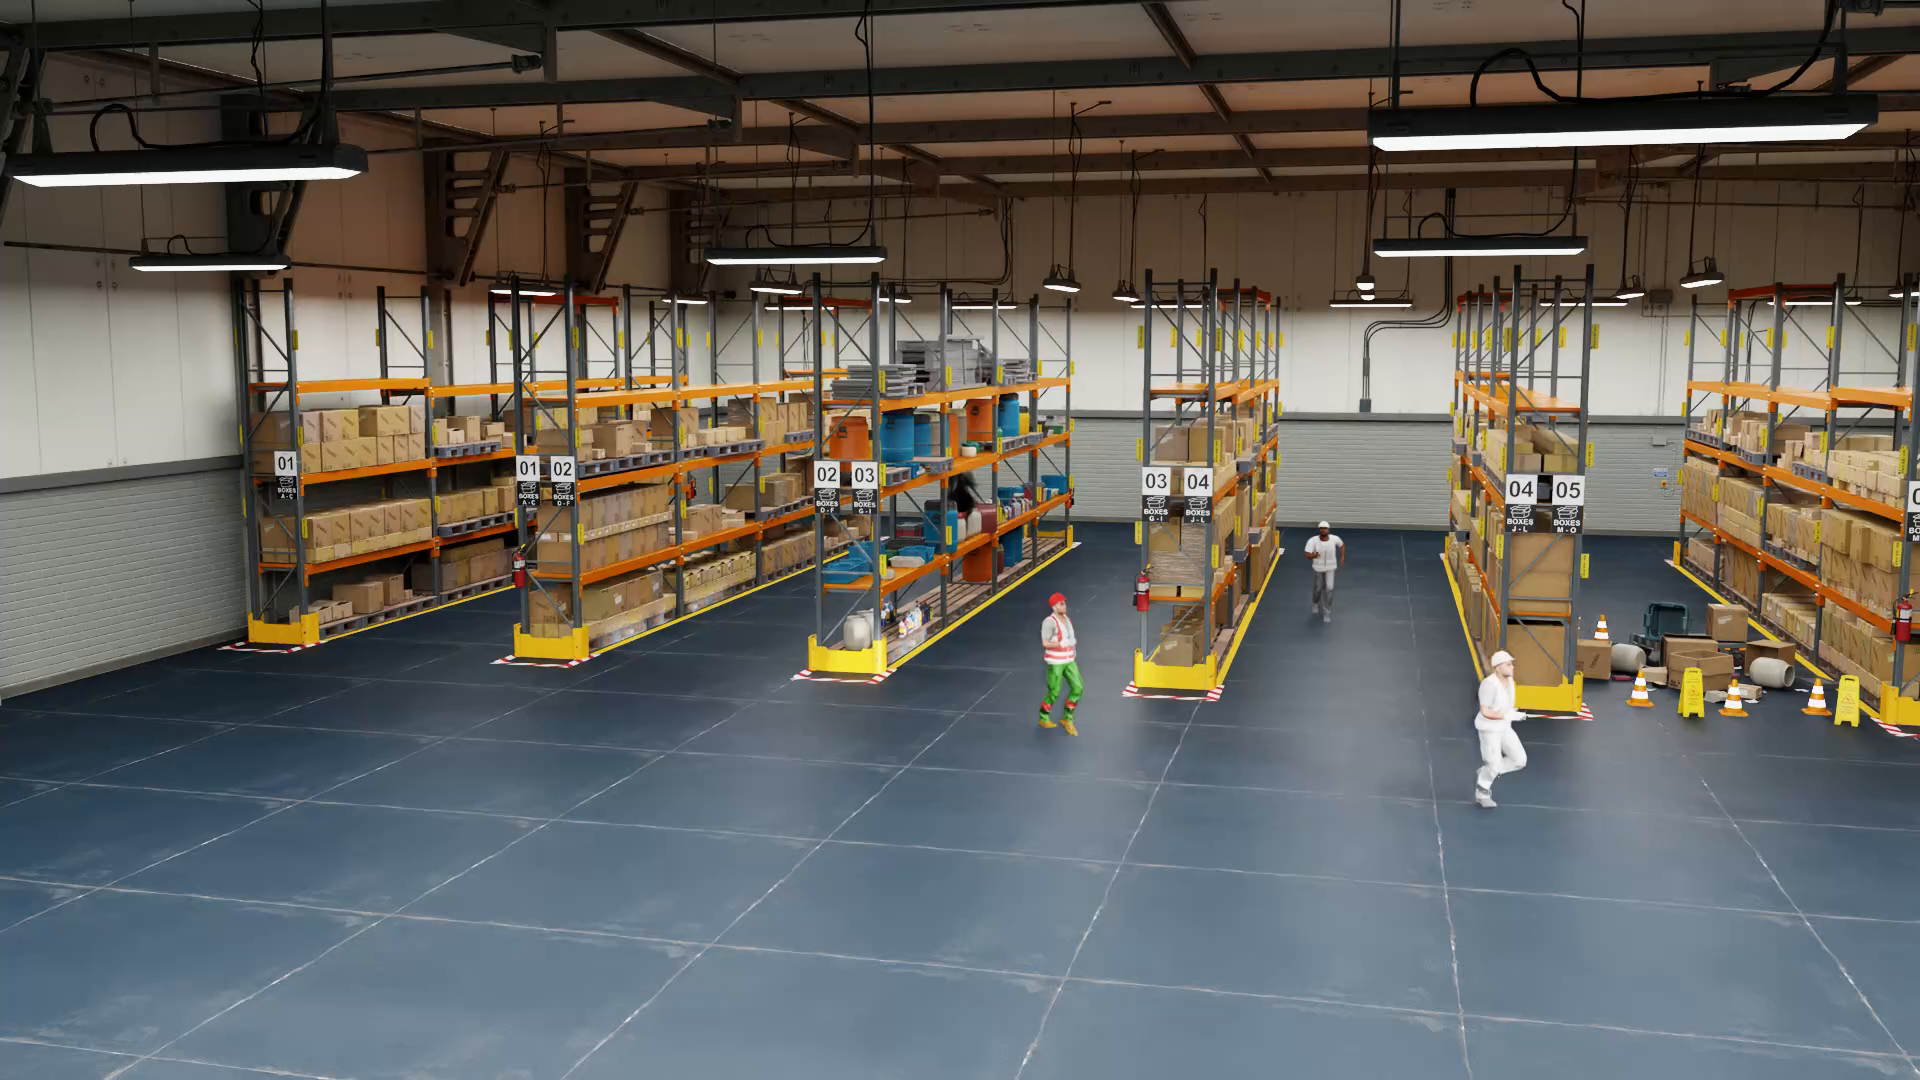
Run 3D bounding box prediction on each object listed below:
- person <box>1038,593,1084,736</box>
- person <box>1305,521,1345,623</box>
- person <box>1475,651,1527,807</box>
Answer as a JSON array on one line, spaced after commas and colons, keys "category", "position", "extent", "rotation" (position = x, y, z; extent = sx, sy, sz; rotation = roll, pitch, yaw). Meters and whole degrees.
[{"category": "person", "position": [1.293, 1.584, 21.166], "extent": [0.632, 1.824, 0.705], "rotation": [-6, 9, -42]}, {"category": "person", "position": [6.548, 0.552, 29.889], "extent": [0.713, 1.818, 0.907], "rotation": [1, 7, 11]}, {"category": "person", "position": [5.763, 2.026, 17.669], "extent": [0.707, 1.728, 0.657], "rotation": [-5, 9, -38]}]
